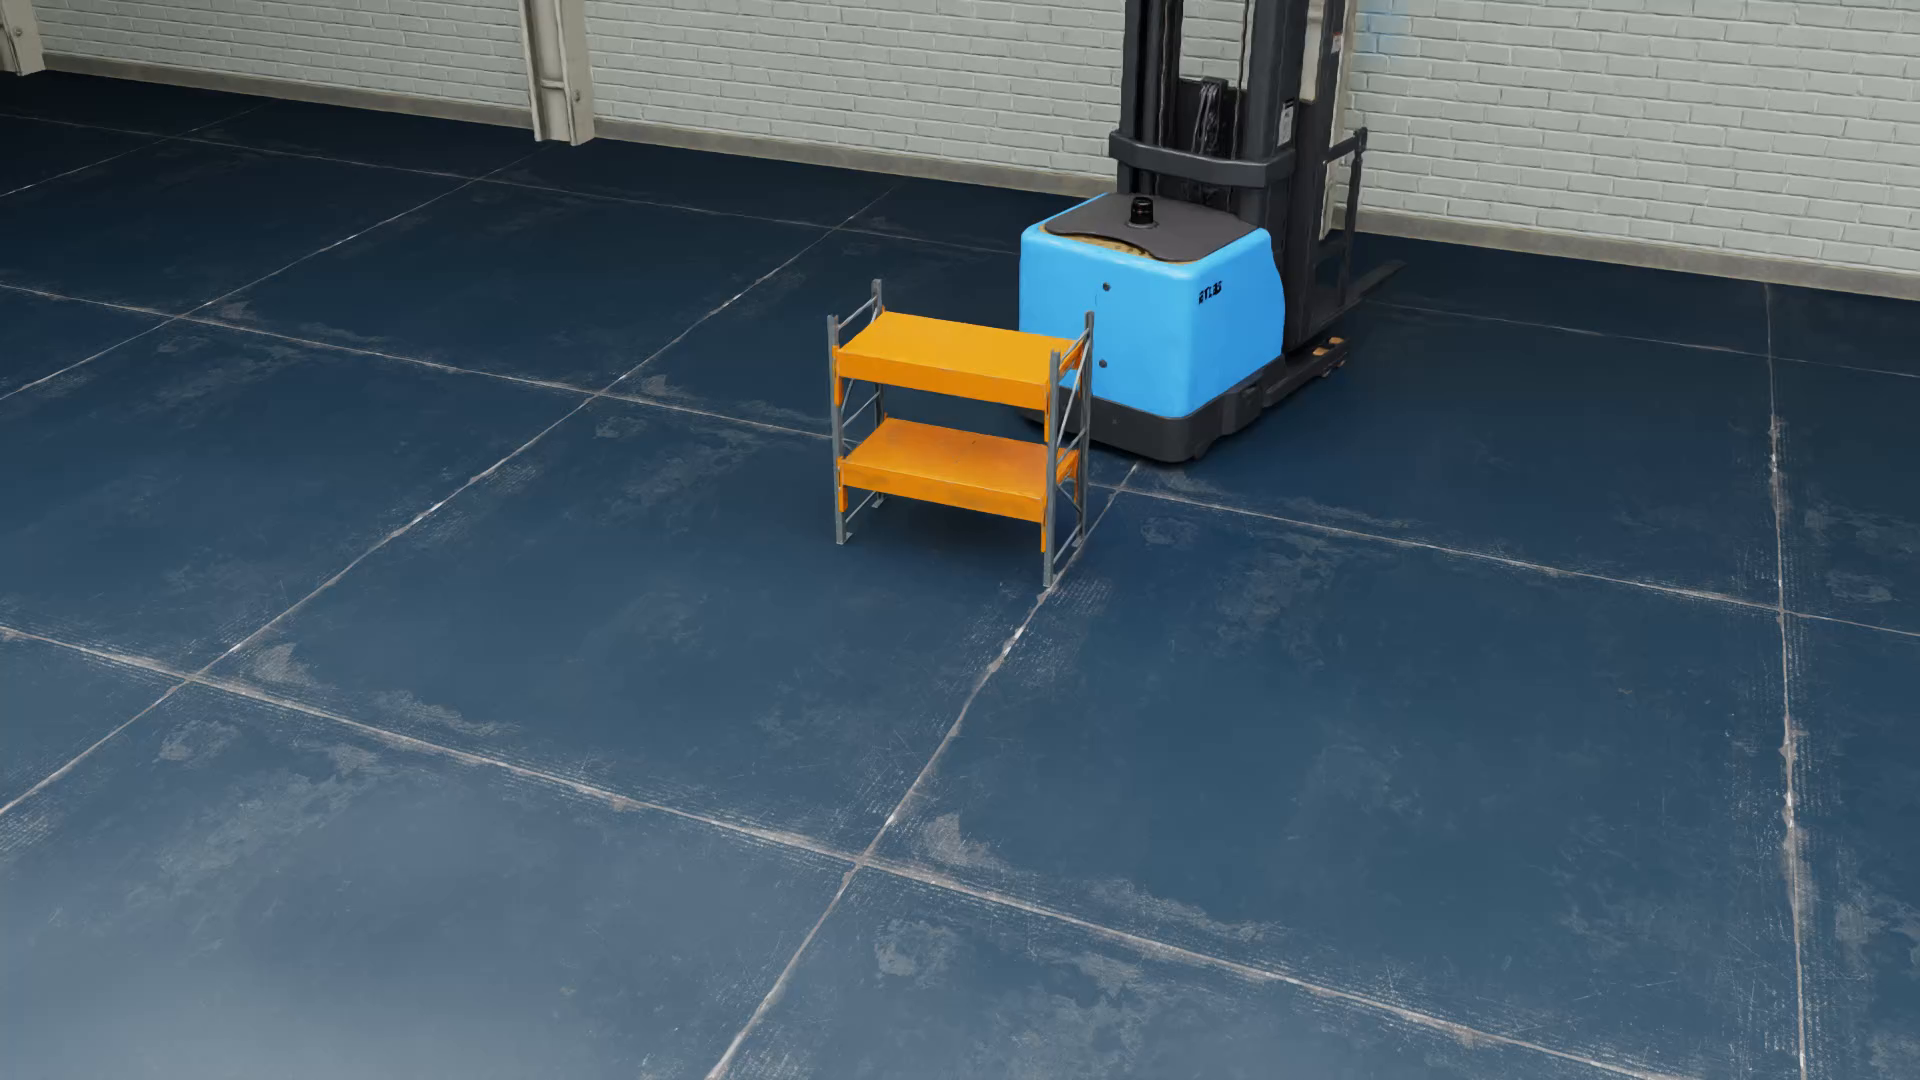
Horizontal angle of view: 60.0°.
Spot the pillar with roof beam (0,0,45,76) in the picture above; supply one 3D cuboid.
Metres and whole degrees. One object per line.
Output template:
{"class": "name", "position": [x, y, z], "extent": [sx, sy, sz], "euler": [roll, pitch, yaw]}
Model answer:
{"class": "pillar with roof beam", "position": [-10.382, -6.331, 9.806], "extent": [0.400, 9.000, 9.100], "euler": [11, 31, 19]}

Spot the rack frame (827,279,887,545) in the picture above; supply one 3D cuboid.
{"class": "rack frame", "position": [-0.465, -0.582, 7.637], "extent": [0.032, 1.125, 0.500], "euler": [11, 31, 19]}

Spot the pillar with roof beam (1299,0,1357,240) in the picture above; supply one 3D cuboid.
{"class": "pillar with roof beam", "position": [0.737, -4.111, 5.878], "extent": [0.400, 9.000, 9.100], "euler": [11, 31, 19]}

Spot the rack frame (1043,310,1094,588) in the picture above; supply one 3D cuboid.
{"class": "rack frame", "position": [0.477, -0.394, 7.305], "extent": [0.032, 1.125, 0.500], "euler": [11, 31, 19]}

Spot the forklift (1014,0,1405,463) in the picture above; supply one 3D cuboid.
{"class": "forklift", "position": [1.585, -2.325, 8.884], "extent": [1.130, 2.935, 3.031], "euler": [21, 36, 32]}

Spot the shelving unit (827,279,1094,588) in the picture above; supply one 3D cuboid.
{"class": "shelving unit", "position": [0.006, -0.488, 7.471], "extent": [1.048, 1.125, 0.538], "euler": [11, 31, 19]}

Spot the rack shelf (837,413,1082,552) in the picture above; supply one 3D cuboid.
{"class": "rack shelf", "position": [0.006, -0.276, 7.591], "extent": [1.000, 0.278, 0.538], "euler": [11, 31, 19]}

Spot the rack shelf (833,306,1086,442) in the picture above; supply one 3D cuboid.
{"class": "rack shelf", "position": [0.006, -0.743, 7.327], "extent": [1.000, 0.278, 0.538], "euler": [11, 31, 19]}

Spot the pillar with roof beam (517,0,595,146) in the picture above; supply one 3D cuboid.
{"class": "pillar with roof beam", "position": [-4.822, -5.221, 7.842], "extent": [0.400, 9.000, 9.100], "euler": [11, 31, 19]}
